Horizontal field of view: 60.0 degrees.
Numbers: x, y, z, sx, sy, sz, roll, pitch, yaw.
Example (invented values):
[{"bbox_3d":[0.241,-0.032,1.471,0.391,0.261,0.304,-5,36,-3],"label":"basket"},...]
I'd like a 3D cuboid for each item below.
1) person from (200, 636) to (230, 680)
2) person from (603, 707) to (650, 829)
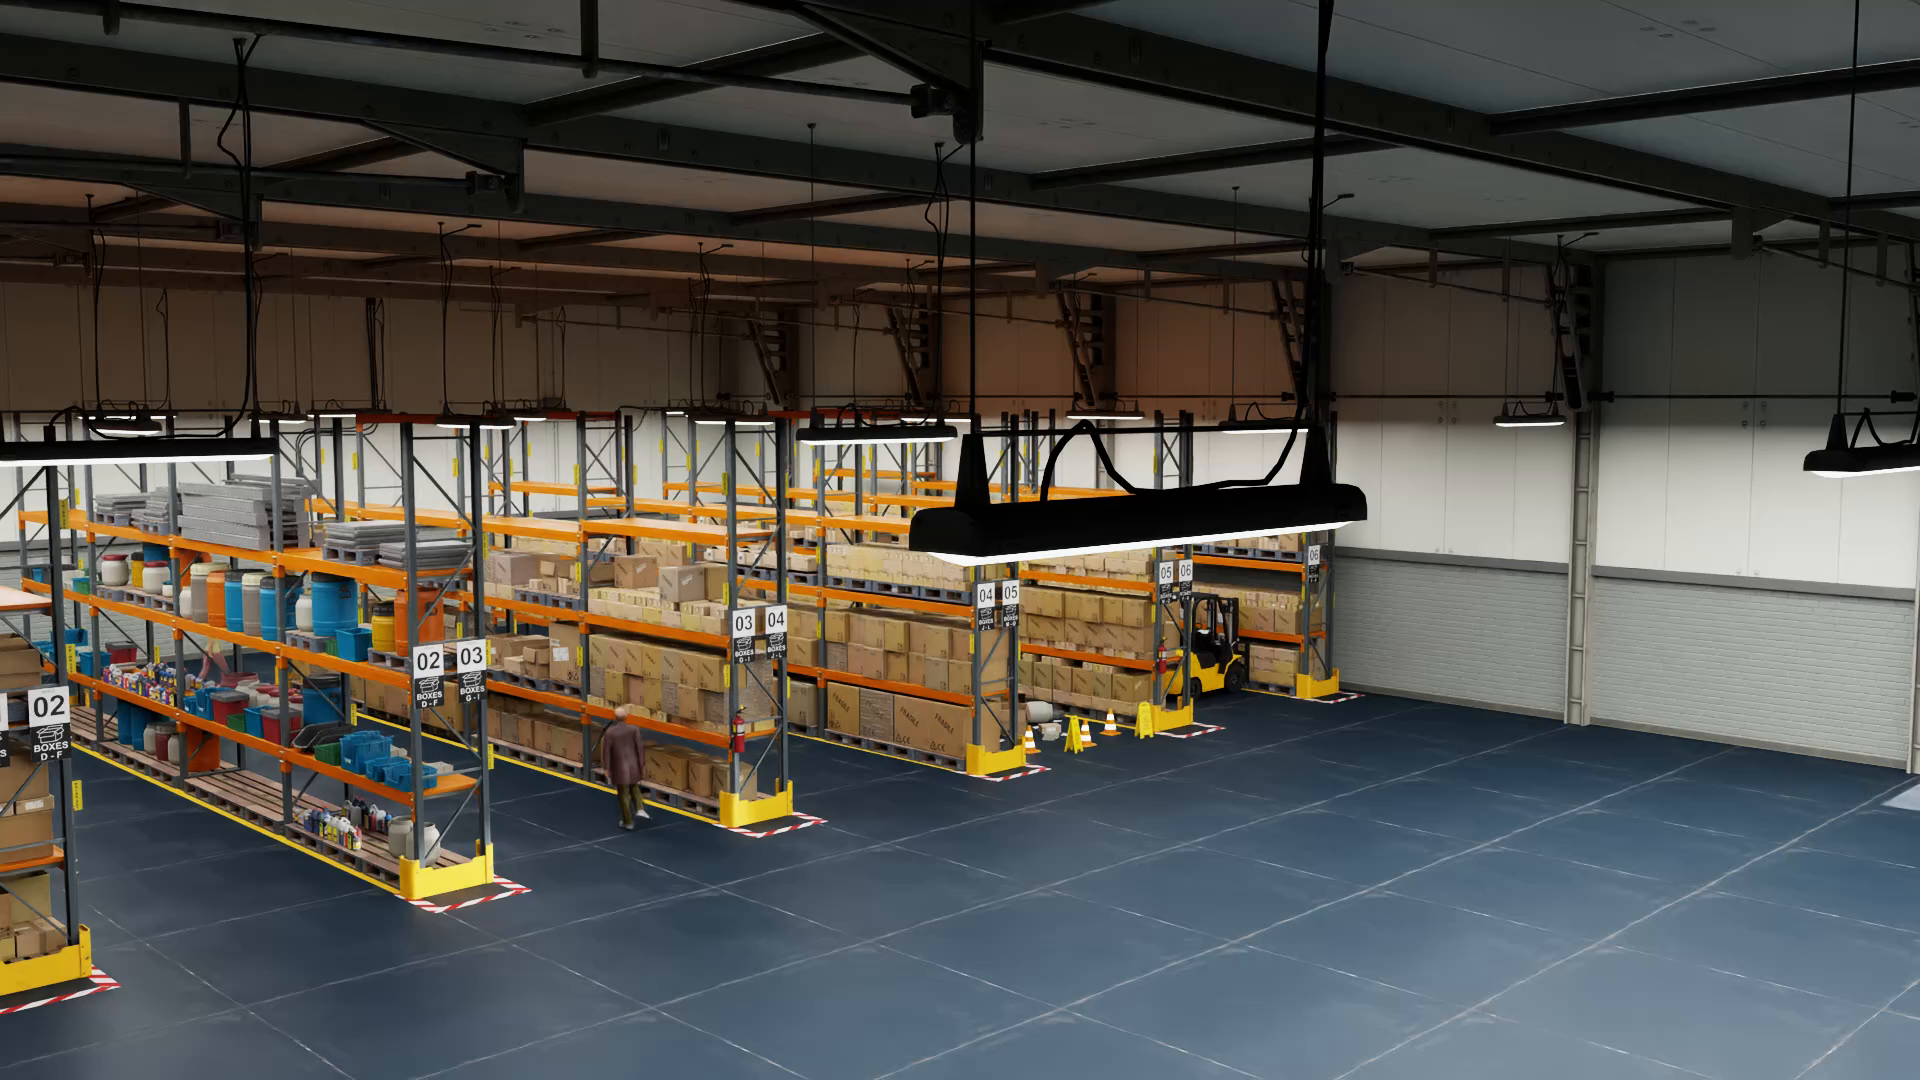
[{"bbox_3d":[-15.992,2.401,35.701,0.437,1.608,0.957,3,6,28],"label":"person"},{"bbox_3d":[-4.868,3.332,24.298,0.627,1.770,0.571,-3,6,-33],"label":"person"}]
